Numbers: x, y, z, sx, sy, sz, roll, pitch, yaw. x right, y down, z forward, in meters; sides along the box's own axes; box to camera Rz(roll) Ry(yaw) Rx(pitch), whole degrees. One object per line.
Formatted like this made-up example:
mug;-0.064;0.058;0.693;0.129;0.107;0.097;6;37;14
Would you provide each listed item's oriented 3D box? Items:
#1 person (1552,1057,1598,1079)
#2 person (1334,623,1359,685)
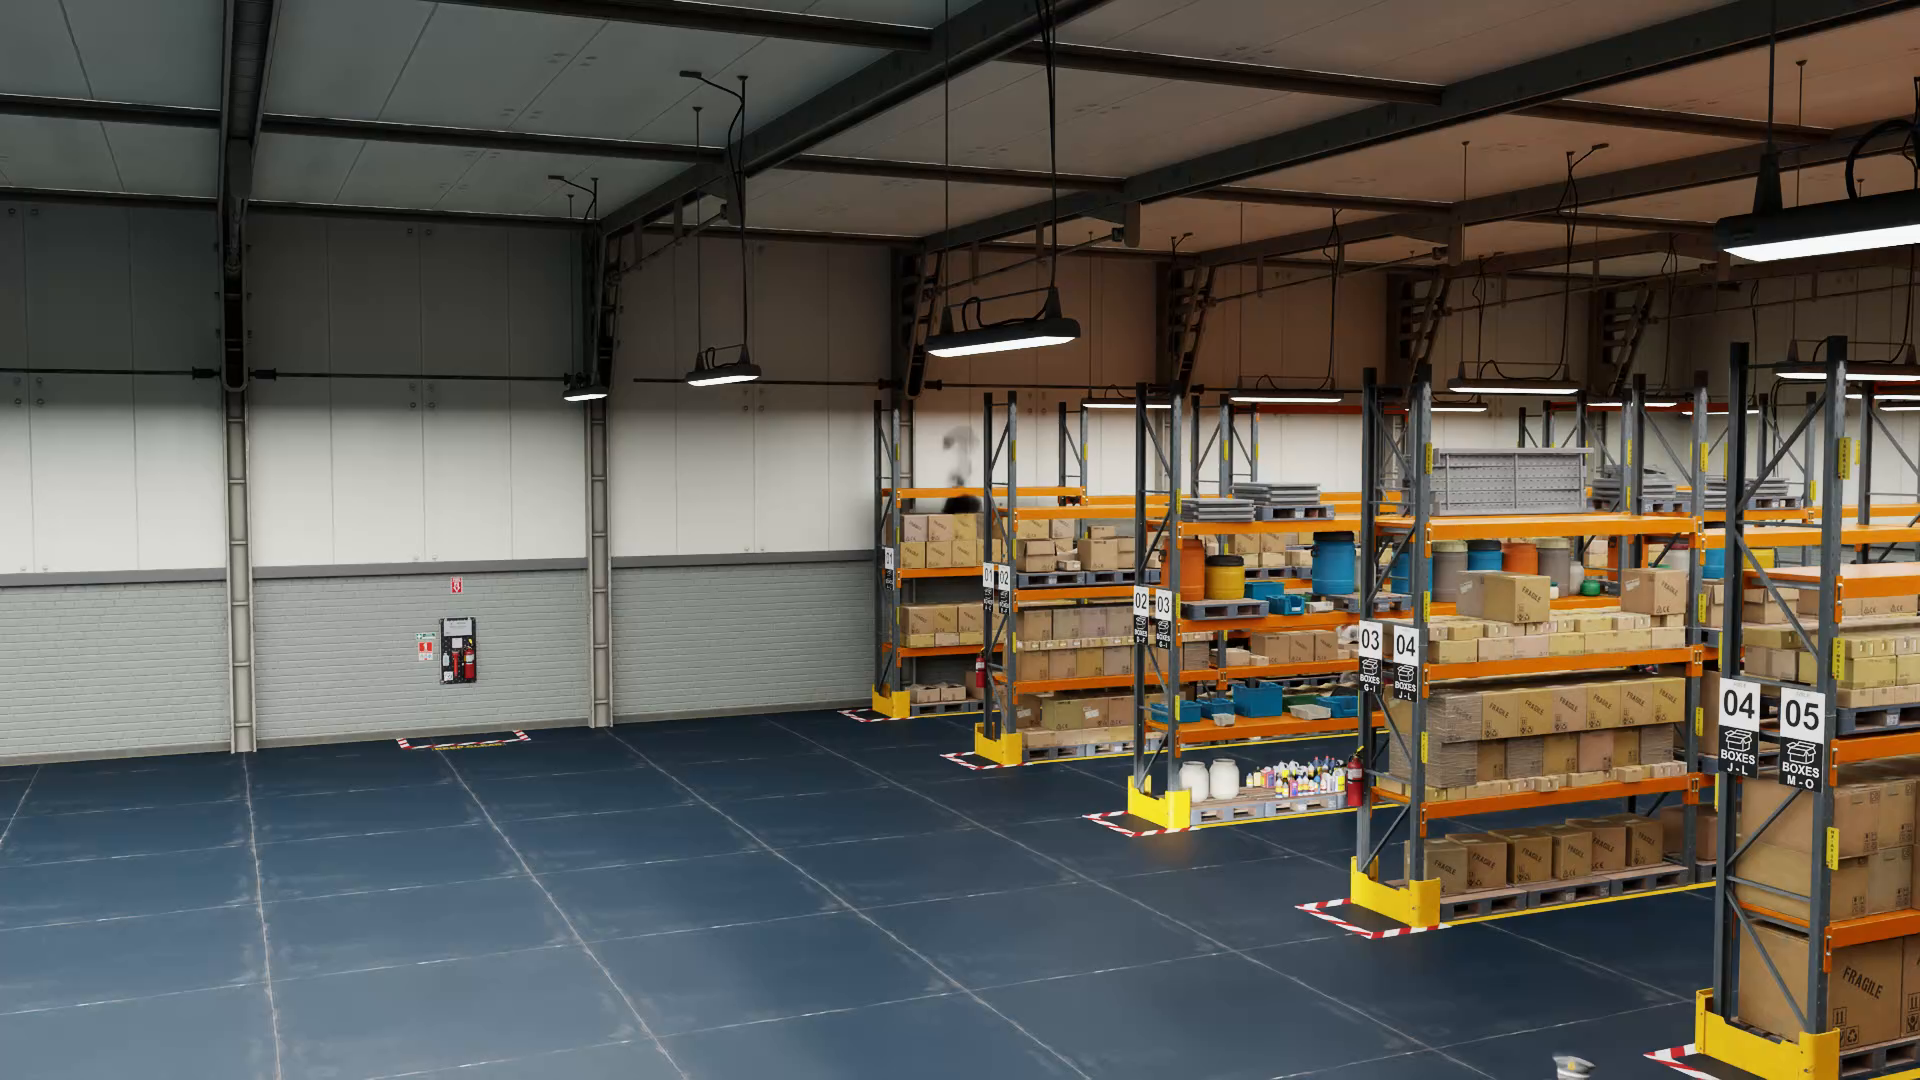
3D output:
person;3.624;3.771;9.750;0.658;1.709;0.789;2;4;27
person;7.664;2.311;33.138;0.968;1.776;0.657;-2;4;-36
